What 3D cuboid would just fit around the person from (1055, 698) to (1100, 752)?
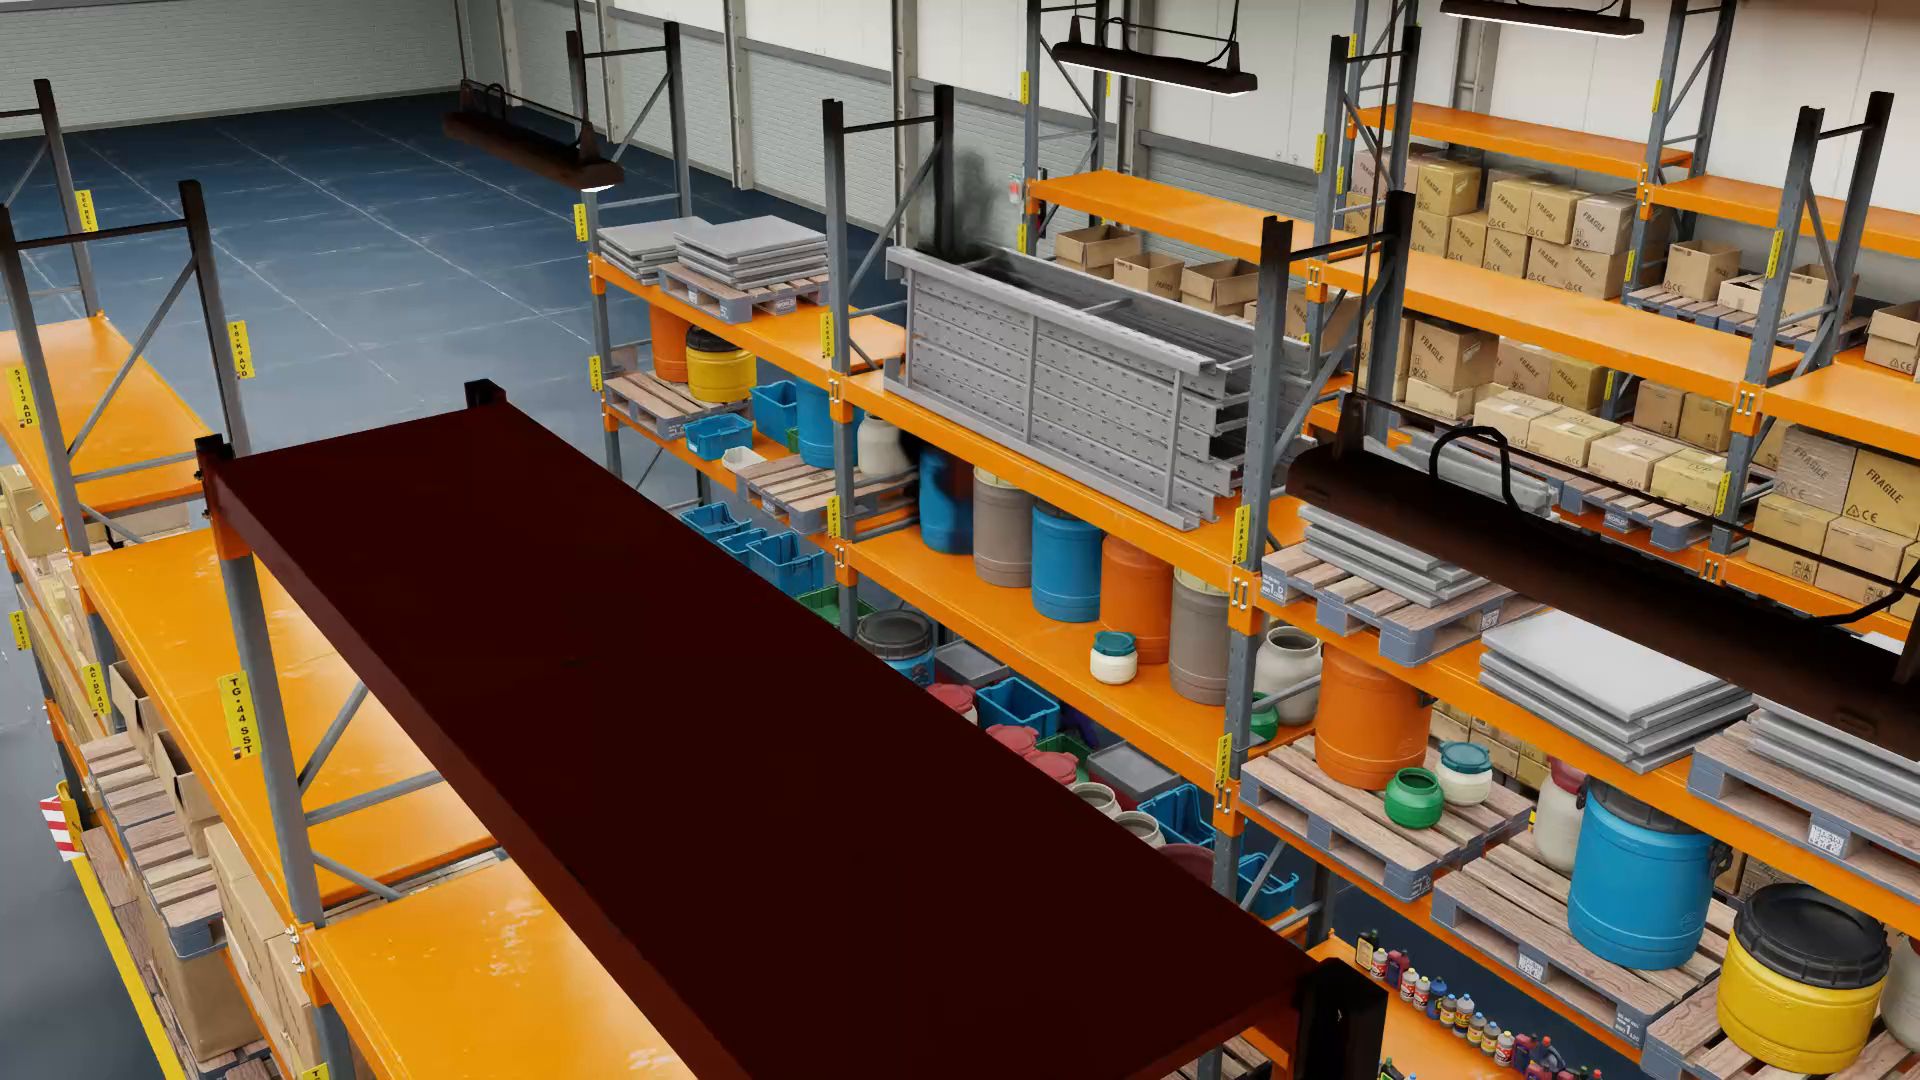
[{"bbox_3d":[0.981,1.132,14.633,0.575,1.713,0.742,-17,30,-33],"label":"person"}]
